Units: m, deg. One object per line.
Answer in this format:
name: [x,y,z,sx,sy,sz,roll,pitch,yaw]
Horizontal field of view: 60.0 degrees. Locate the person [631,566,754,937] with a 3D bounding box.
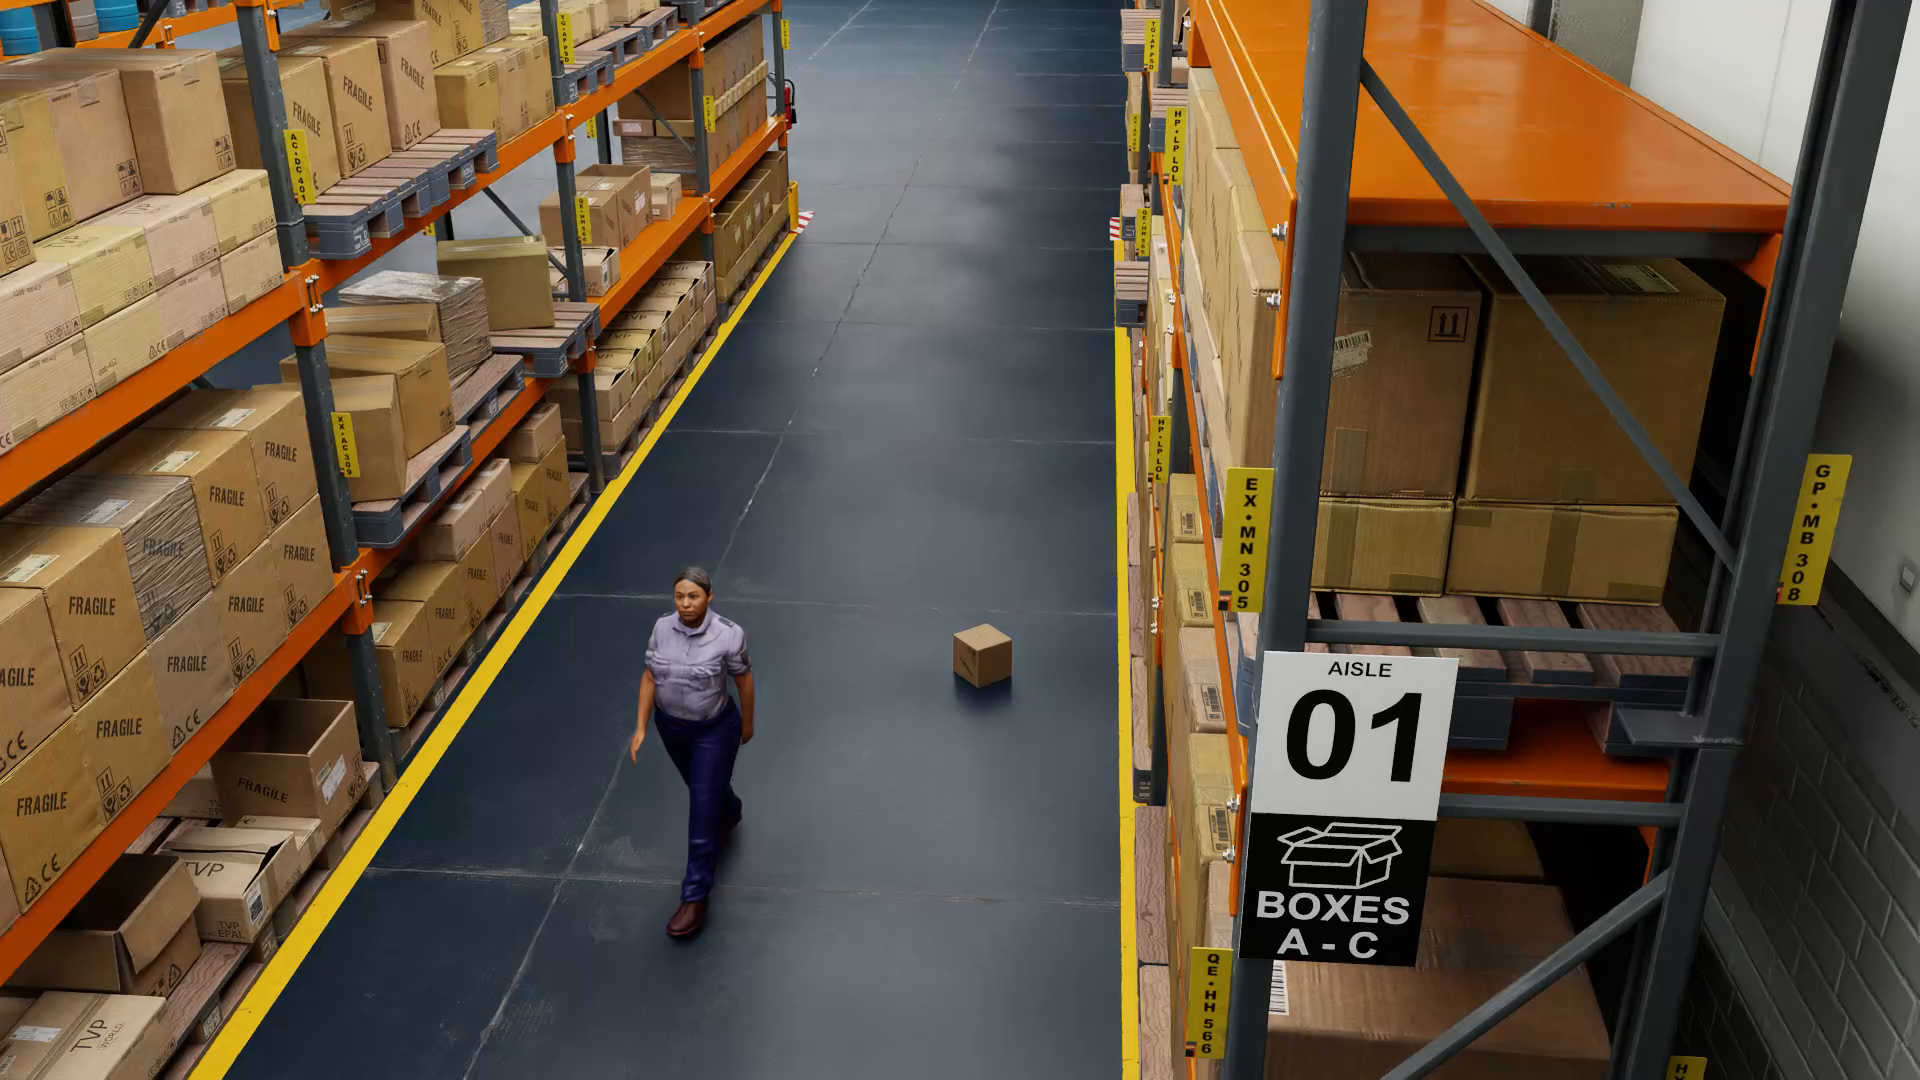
person: [-1.252,0.888,7.666,0.477,1.585,0.975,10,26,20]
